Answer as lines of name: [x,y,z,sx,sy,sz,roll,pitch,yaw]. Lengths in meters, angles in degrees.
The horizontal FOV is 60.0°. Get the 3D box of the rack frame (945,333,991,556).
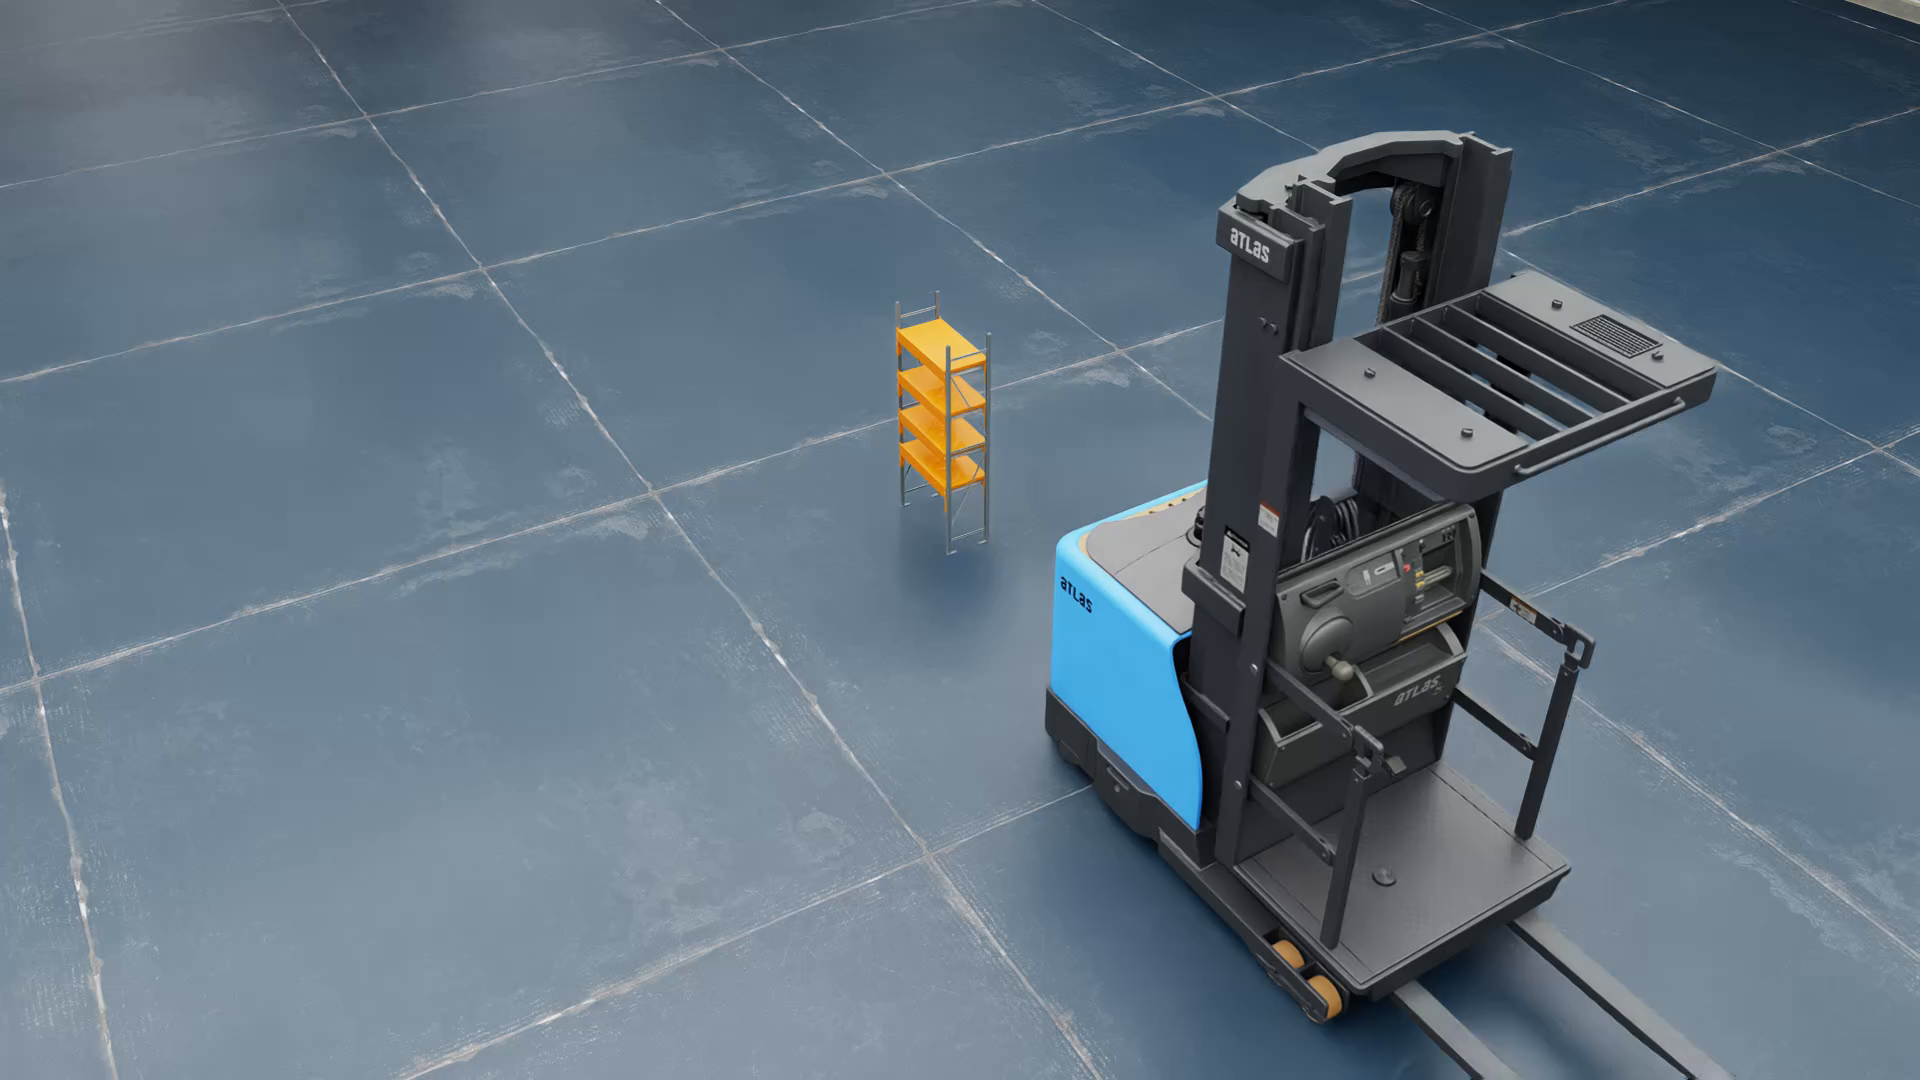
rack frame: [0.039,-0.445,8.069,0.240,1.200,0.015,-19,40,-24]

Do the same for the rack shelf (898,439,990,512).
rack shelf: [-0.083,-0.354,8.396,0.258,0.148,0.480,-19,40,-24]

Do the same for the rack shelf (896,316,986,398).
rack shelf: [-0.083,-0.886,8.007,0.258,0.148,0.480,-19,40,-24]

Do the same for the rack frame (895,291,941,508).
rack frame: [-0.206,-0.693,8.409,0.240,1.200,0.015,-19,40,-24]

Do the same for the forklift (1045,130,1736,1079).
forklift: [1.582,0.254,5.645,1.130,2.935,3.031,-21,41,-26]

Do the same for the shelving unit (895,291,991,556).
shelving unit: [-0.083,-0.569,8.239,0.258,1.200,0.503,-19,40,-24]

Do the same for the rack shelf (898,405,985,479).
rack shelf: [-0.083,-0.515,8.279,0.258,0.148,0.480,-19,40,-24]

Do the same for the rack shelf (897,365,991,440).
rack shelf: [-0.083,-0.695,8.147,0.258,0.148,0.480,-19,40,-24]
